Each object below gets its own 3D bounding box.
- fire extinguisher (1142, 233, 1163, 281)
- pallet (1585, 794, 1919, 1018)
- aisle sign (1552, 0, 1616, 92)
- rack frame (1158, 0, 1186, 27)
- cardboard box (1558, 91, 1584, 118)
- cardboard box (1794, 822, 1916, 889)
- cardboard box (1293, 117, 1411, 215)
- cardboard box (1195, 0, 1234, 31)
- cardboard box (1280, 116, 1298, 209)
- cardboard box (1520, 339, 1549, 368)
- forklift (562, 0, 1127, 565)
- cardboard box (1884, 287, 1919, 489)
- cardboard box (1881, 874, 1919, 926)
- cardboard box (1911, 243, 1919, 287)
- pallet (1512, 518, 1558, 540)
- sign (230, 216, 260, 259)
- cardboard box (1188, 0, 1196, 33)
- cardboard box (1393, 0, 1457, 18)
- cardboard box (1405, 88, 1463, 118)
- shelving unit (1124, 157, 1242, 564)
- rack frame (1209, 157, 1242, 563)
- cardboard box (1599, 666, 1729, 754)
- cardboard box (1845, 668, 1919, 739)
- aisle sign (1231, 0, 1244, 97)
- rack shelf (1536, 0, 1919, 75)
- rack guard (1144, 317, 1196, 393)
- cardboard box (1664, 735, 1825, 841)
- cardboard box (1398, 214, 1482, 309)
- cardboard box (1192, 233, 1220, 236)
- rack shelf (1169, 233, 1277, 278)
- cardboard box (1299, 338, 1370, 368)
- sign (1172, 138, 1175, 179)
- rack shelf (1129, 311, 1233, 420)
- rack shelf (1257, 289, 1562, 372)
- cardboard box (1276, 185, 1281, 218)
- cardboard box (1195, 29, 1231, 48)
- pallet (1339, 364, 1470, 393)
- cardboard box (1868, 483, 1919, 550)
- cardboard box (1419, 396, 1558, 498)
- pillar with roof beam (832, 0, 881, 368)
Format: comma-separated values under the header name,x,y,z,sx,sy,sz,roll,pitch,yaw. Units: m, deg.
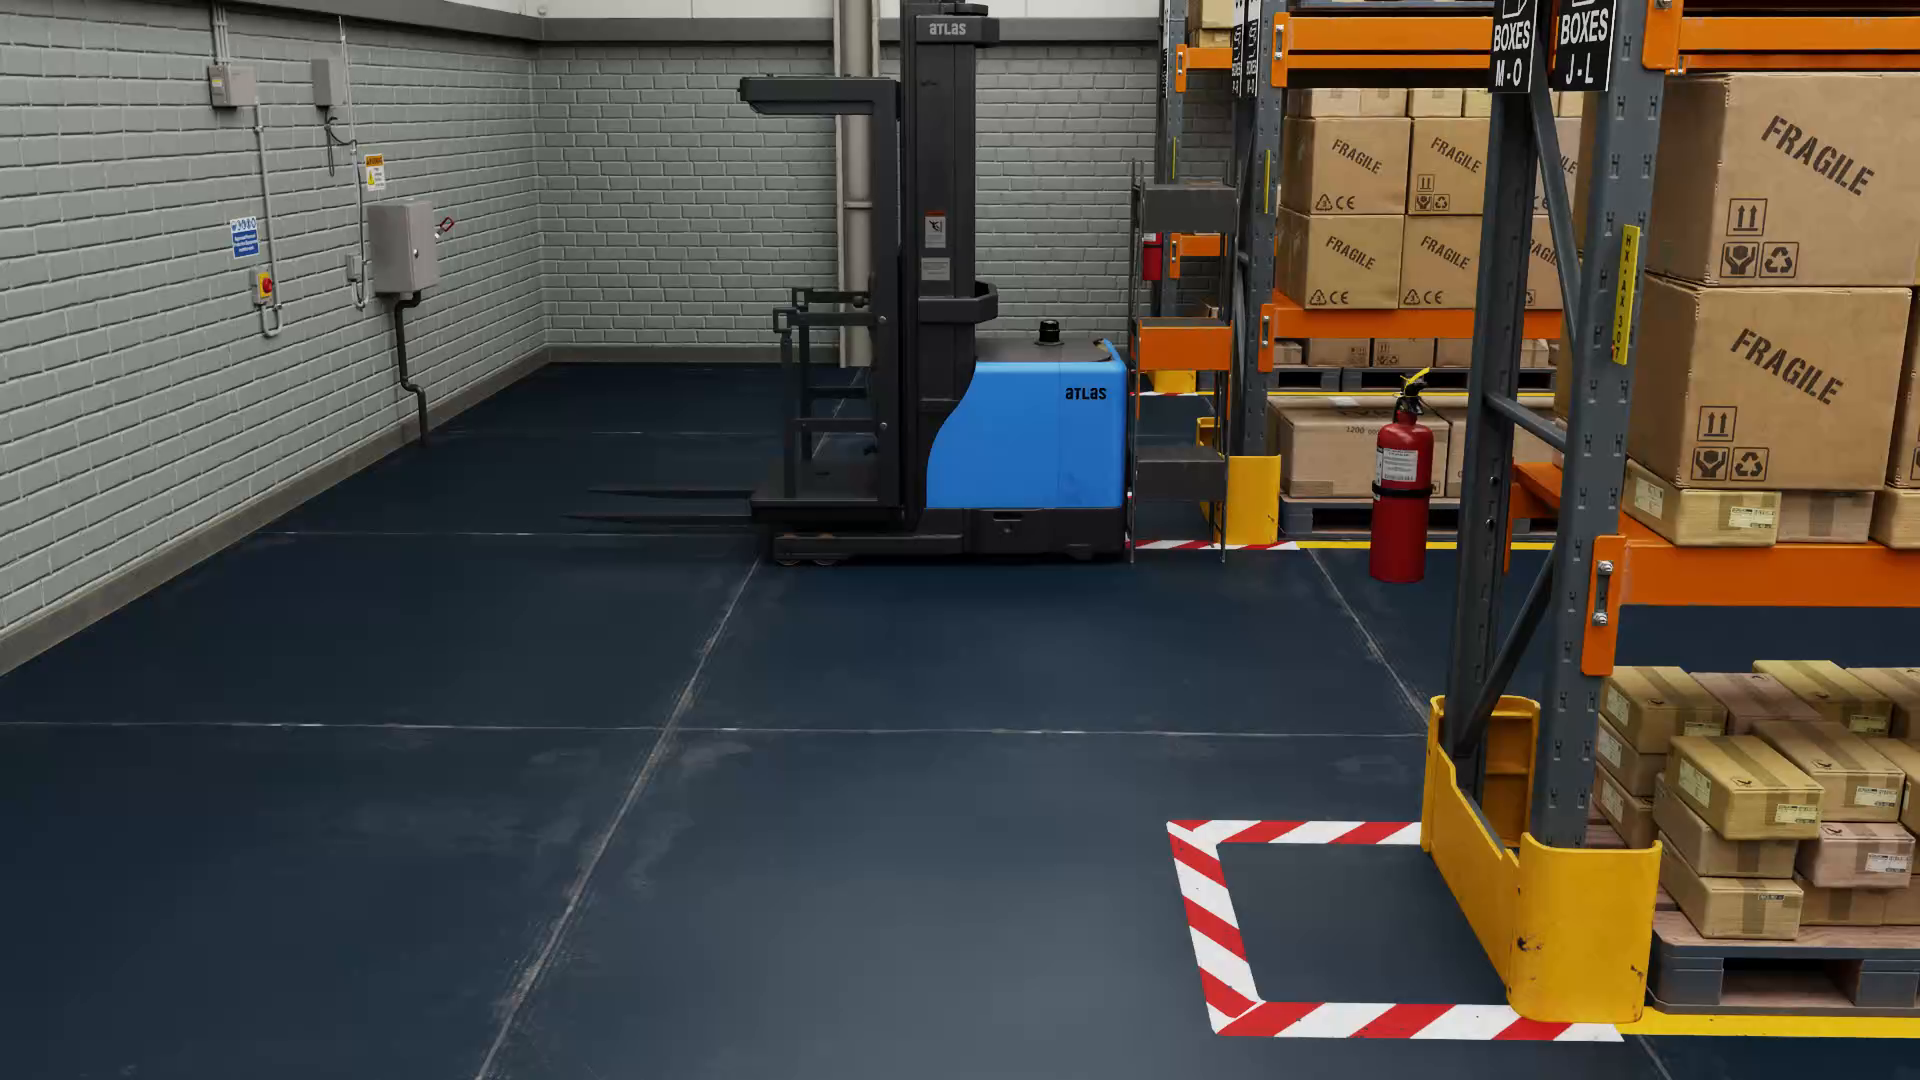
name,x,y,z,sx,sy,sz,roll,pitch,yaw
fire extinguisher,1.599,-2.503,13.829,0.183,0.674,0.296,0,15,1
pallet,2.497,1.055,4.929,1.213,0.211,1.003,0,15,1
aisle sign,1.529,-1.490,4.010,0.004,0.787,0.394,0,15,1
rack frame,1.758,-5.738,13.449,0.127,3.000,1.000,0,15,1
cardboard box,3.280,-2.332,8.871,0.250,0.149,0.380,1,15,2
cardboard box,2.399,0.808,4.579,0.250,0.149,0.380,0,15,1
cardboard box,2.108,-2.028,8.989,0.500,0.500,0.500,0,15,0
cardboard box,2.195,-4.287,13.538,0.500,0.250,0.500,0,15,1
cardboard box,2.123,-2.161,9.495,0.500,0.500,0.500,1,15,3
cardboard box,4.836,-1.624,14.150,0.258,0.266,0.396,1,15,3
forklift,-0.630,-1.417,8.966,3.031,2.935,1.130,0,15,0
cardboard box,2.587,-0.430,4.312,0.500,0.500,0.500,0,15,2
cardboard box,2.638,0.933,4.691,0.250,0.149,0.380,1,15,2
cardboard box,2.556,-0.912,4.177,0.500,0.500,0.500,1,15,3
pallet,3.653,-0.229,9.796,1.213,0.211,1.003,0,15,1
sign,-4.065,-1.721,9.454,0.001,0.218,0.327,0,15,1
cardboard box,2.210,-4.426,14.065,0.500,0.250,0.500,0,15,0
cardboard box,3.733,-4.284,13.530,0.500,0.250,0.500,0,15,1
cardboard box,2.504,-2.330,8.862,0.250,0.149,0.380,1,15,3
shelving unit,1.156,-0.940,8.787,0.503,2.100,0.431,0,15,-1
rack frame,1.400,-0.942,8.793,0.015,2.100,0.400,0,15,-1
cardboard box,2.146,0.518,5.096,0.250,0.149,0.380,1,15,2
cardboard box,2.915,0.521,5.083,0.250,0.149,0.380,0,15,-1
aisle sign,1.571,-2.908,9.387,0.004,0.787,0.394,0,15,1
rack shelf,3.609,-1.398,4.289,4.000,0.370,1.077,0,15,1
rack guard,1.834,-1.628,14.532,0.348,0.500,1.175,0,15,1
cardboard box,2.125,0.669,4.522,0.250,0.149,0.380,0,15,-1
cardboard box,2.614,-1.547,9.129,0.500,0.500,0.500,0,15,1
cardboard box,2.080,-2.644,13.973,0.250,0.149,0.380,0,15,1
rack shelf,3.758,-2.477,14.257,4.000,0.370,1.077,0,15,1
cardboard box,3.221,-1.788,14.315,0.500,0.500,0.700,1,15,4
sign,1.745,-3.118,13.580,0.005,0.325,0.100,0,15,1
rack shelf,1.156,-0.927,8.791,0.480,0.518,0.431,0,15,-1
rack shelf,3.635,-1.211,9.459,4.000,0.370,1.077,0,15,1
cardboard box,2.709,-2.834,13.912,0.500,0.250,0.500,1,15,2
cardboard box,2.071,-4.105,13.631,0.250,0.149,0.380,1,15,3
pallet,3.848,-1.475,14.517,1.213,0.211,1.003,0,15,1
cardboard box,2.448,-0.095,4.312,0.250,0.149,0.380,0,15,0
cardboard box,3.213,-0.553,9.756,0.875,0.438,0.875,1,15,3
pillar with roof beam,-1.024,-4.888,10.226,0.400,9.000,9.100,0,15,1
